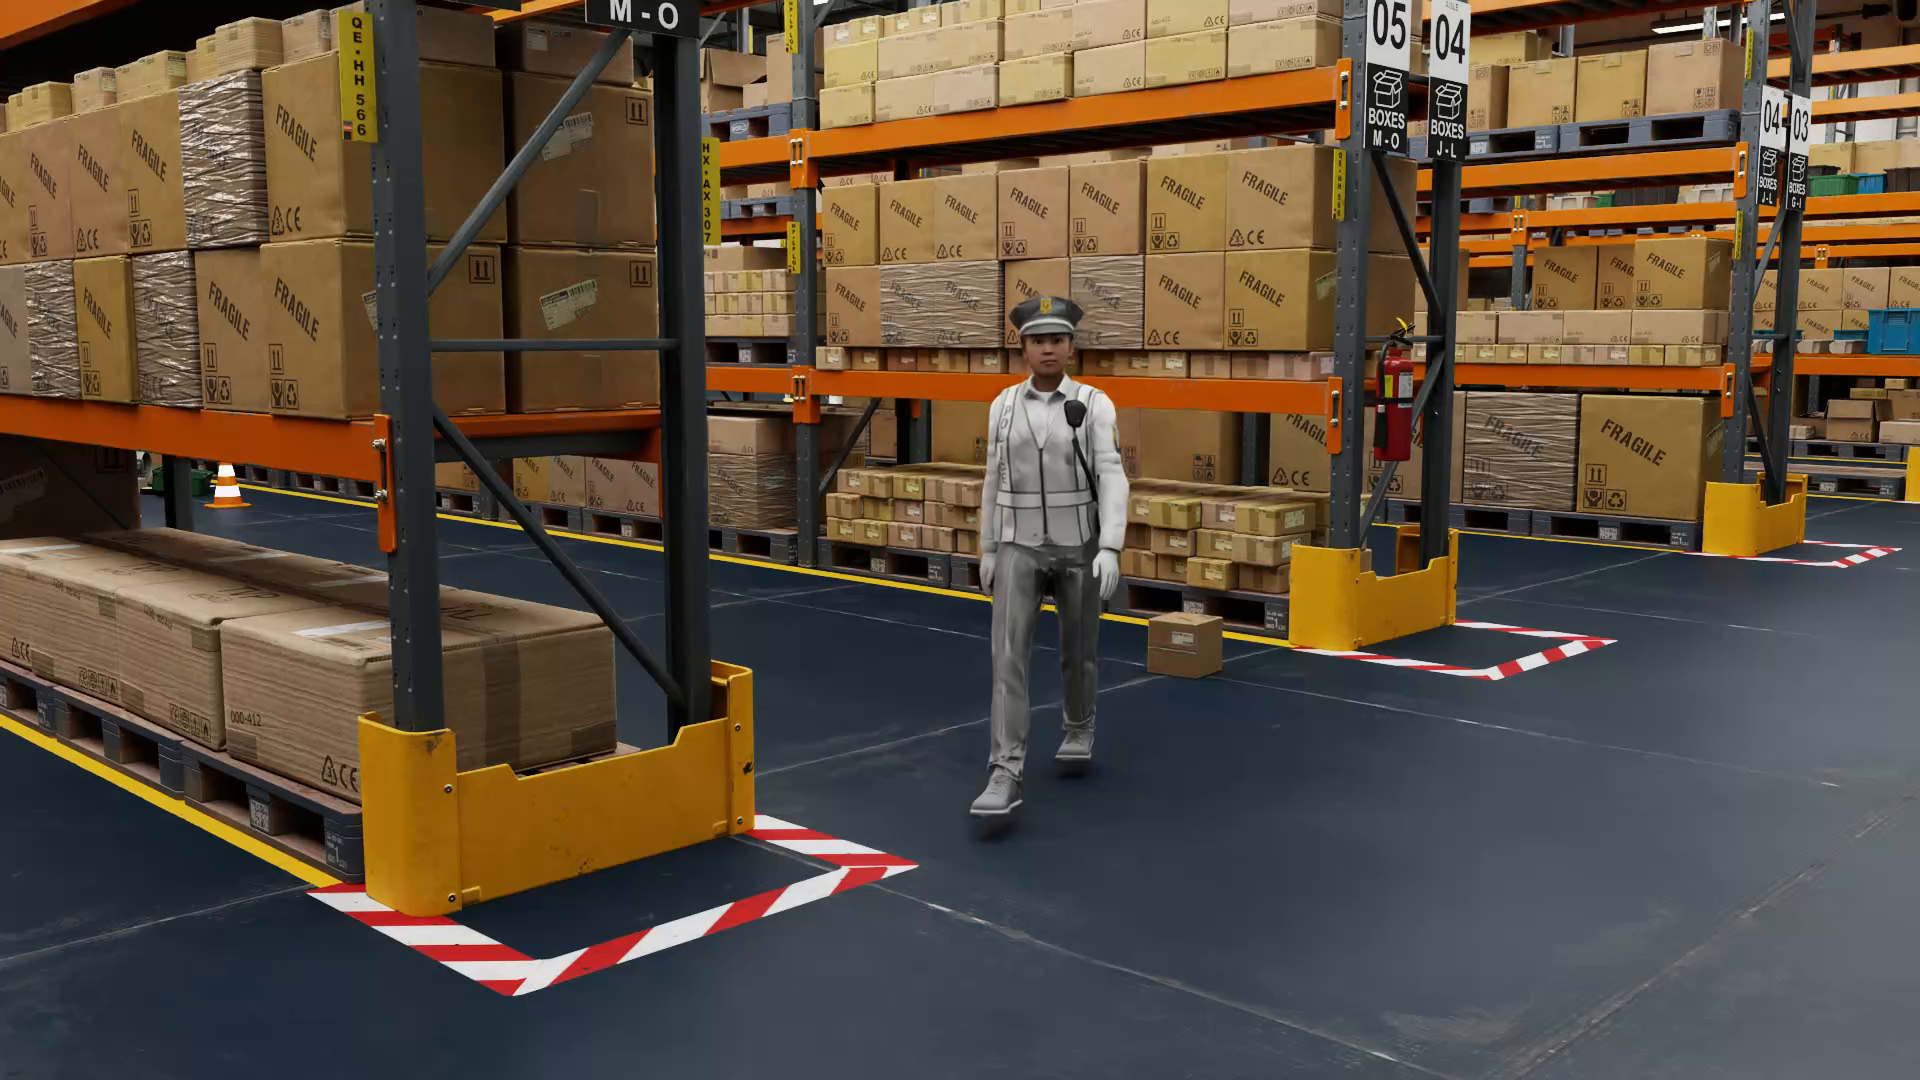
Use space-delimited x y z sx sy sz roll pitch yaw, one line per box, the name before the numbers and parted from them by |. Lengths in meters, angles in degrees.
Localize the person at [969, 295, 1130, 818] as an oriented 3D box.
person | 0.295 0.016 5.435 0.513 1.619 1.029 1 7 7
